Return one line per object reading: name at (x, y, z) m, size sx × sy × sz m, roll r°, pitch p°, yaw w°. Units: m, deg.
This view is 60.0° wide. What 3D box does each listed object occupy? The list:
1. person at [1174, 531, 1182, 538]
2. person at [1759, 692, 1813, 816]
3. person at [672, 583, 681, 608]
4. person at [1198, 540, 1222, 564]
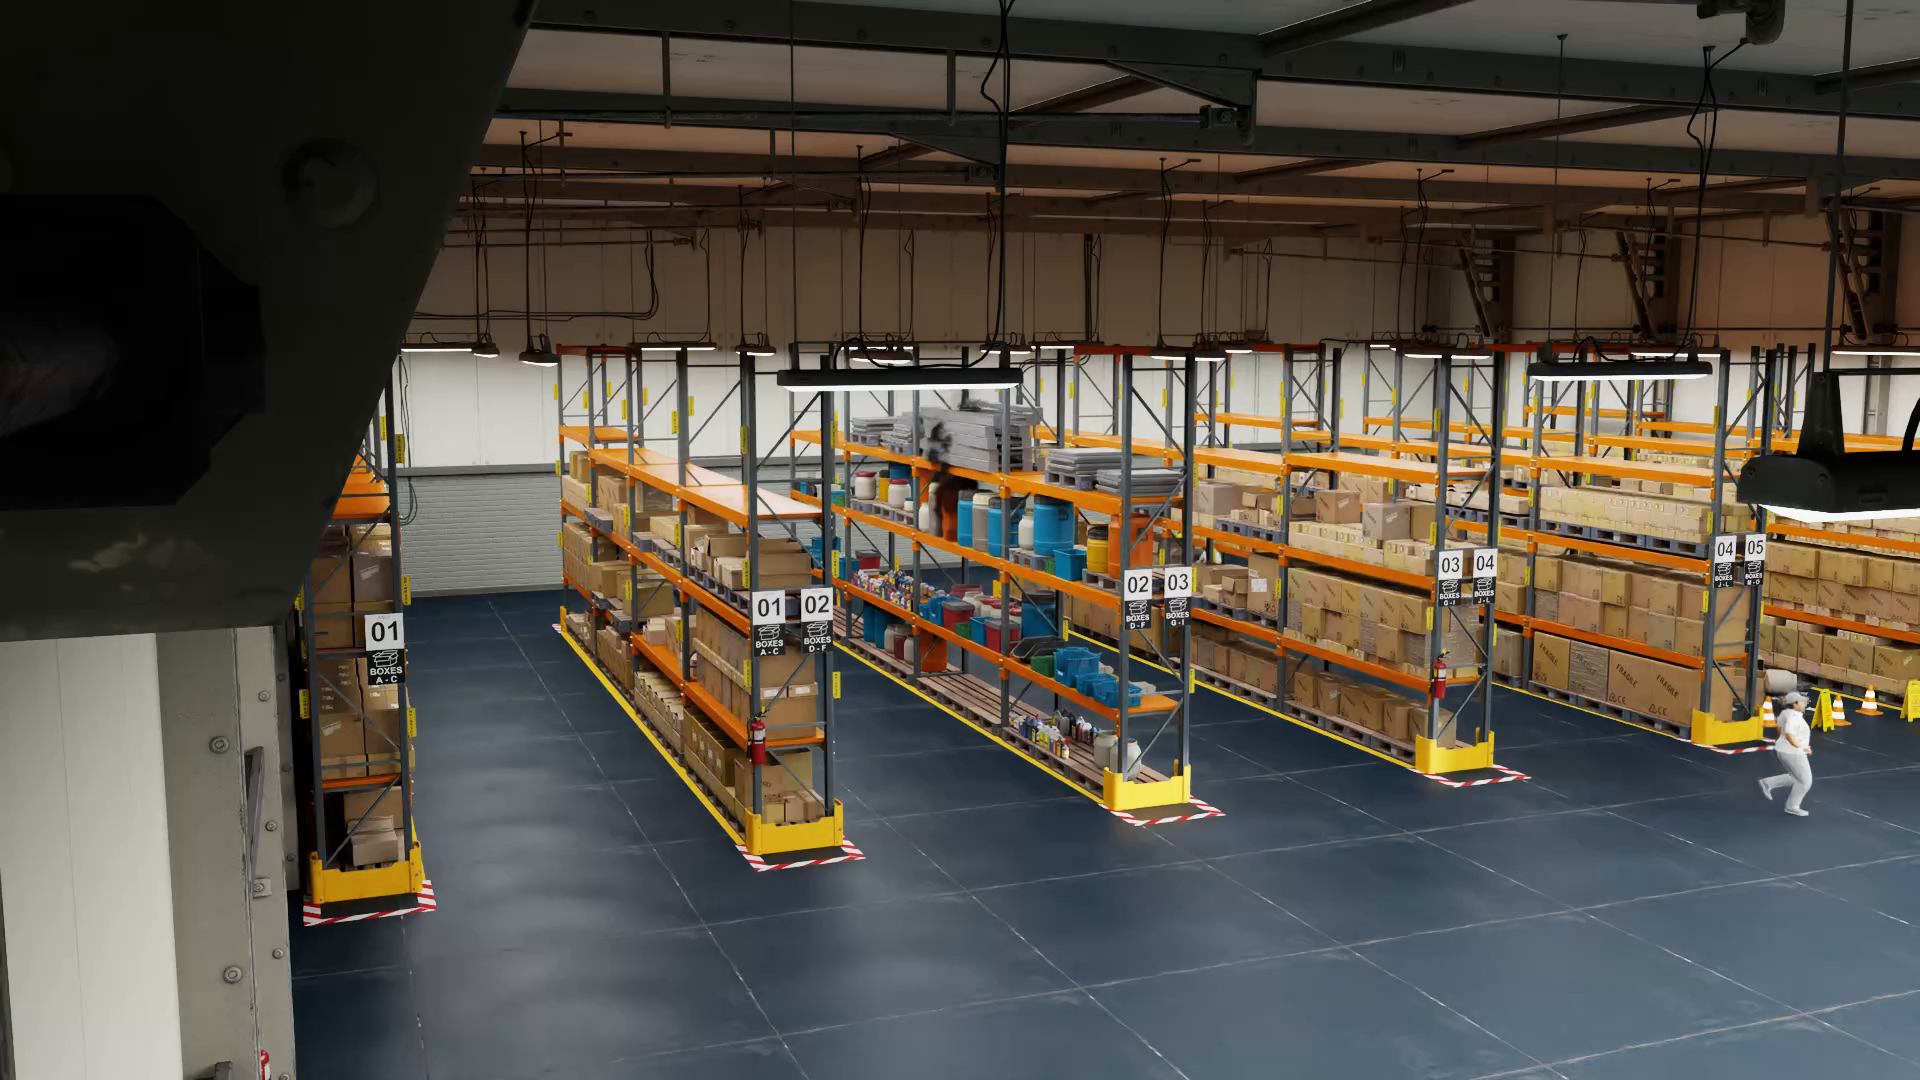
person at (5.531, 0.238, 41.626) m, size 0.750 × 1.674 × 0.782 m, roll -1°, pitch 7°, yaw -9°
person at (10.833, 2.787, 21.742) m, size 0.570 × 1.632 × 0.608 m, roll 2°, pitch 7°, yaw 13°
person at (-6.017, 1.065, 35.417) m, size 0.592 × 1.580 × 0.608 m, roll 5°, pitch 9°, yaw 36°
person at (5.536, 0.822, 36.667) m, size 0.657 × 1.722 × 0.609 m, roll -3°, pitch 8°, yaw -20°
